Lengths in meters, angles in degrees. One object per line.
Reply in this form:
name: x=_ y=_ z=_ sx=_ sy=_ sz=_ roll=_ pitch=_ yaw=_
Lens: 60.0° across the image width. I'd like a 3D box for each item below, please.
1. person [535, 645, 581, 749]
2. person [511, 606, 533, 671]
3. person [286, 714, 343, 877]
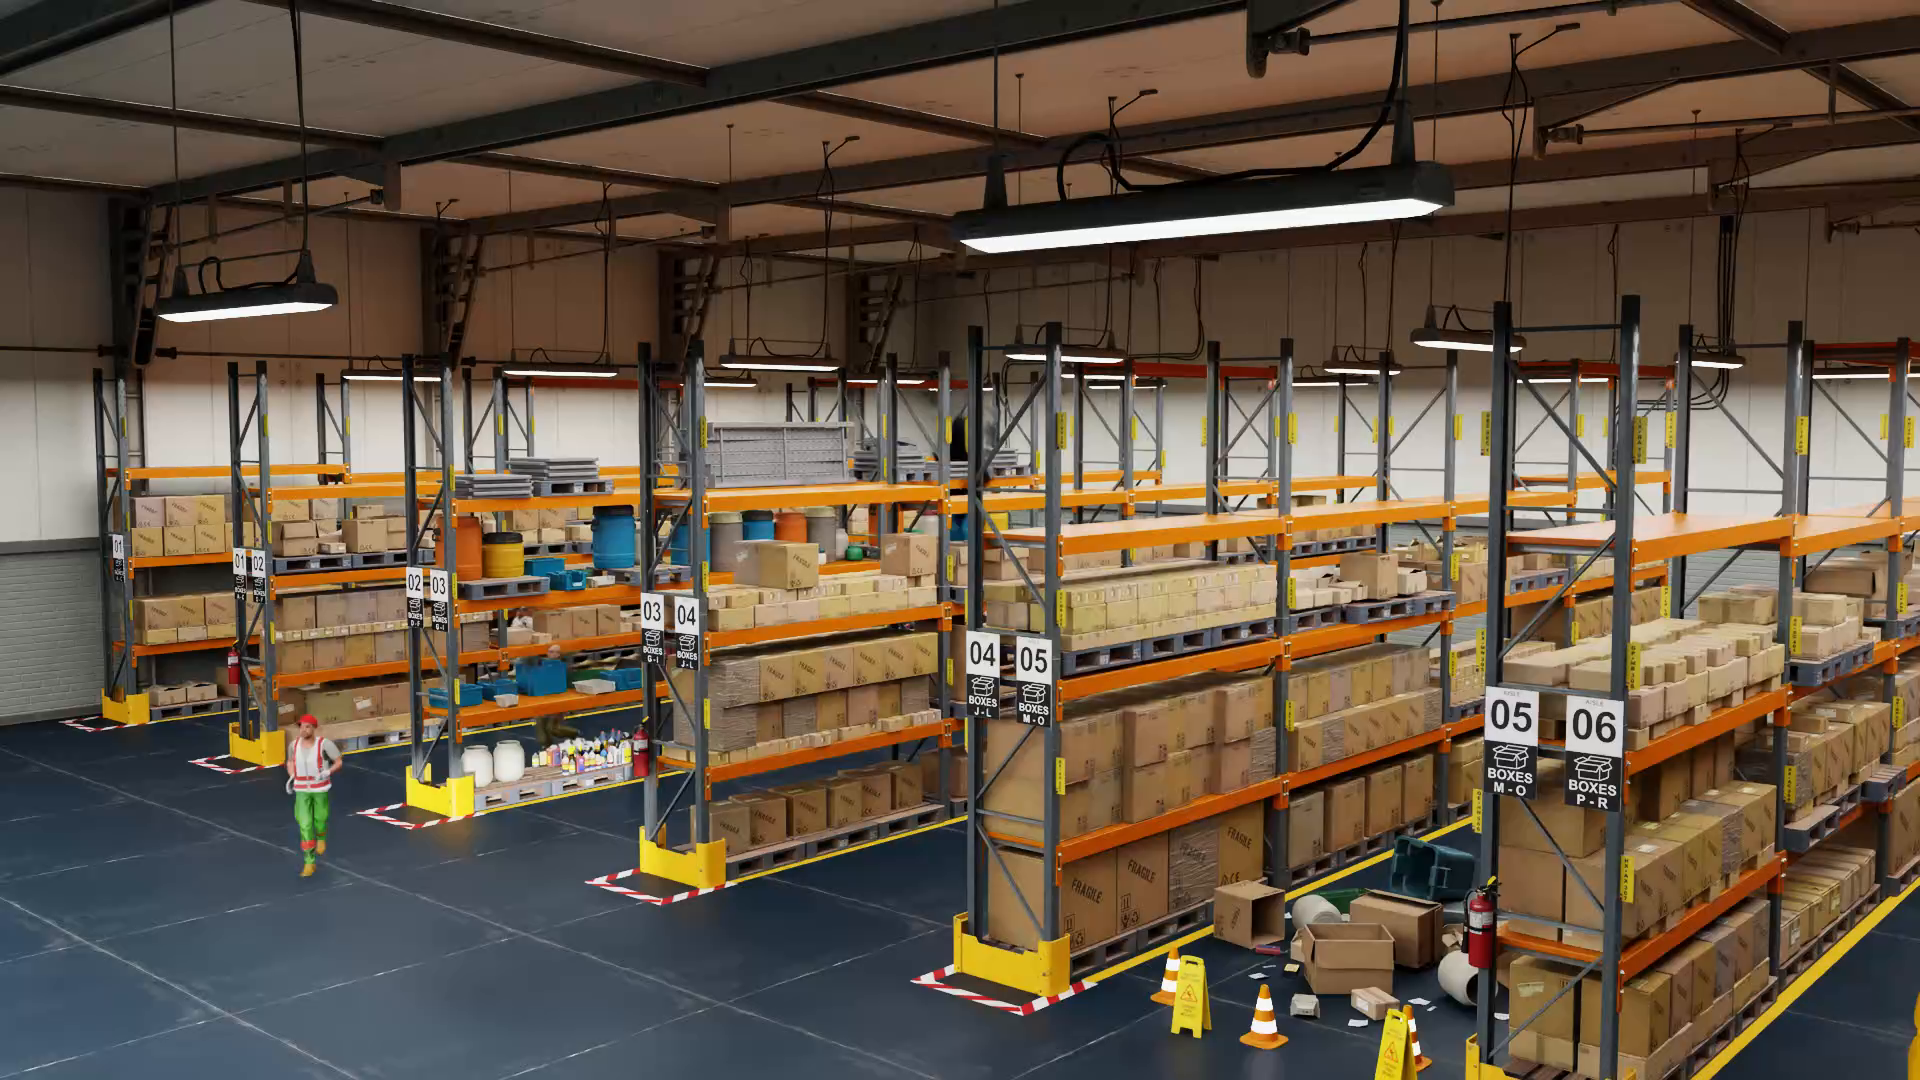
person: x=-6.131 y=2.447 z=25.171 sx=0.713 sy=1.730 sz=0.754 roll=4 pitch=6 yaw=41
person: x=-8.052 y=2.047 z=30.503 sx=0.640 sy=1.836 sz=0.727 roll=4 pitch=6 yaw=42
person: x=-7.398 y=2.878 z=19.048 sx=0.643 sy=1.788 sz=0.881 roll=-1 pitch=4 yaw=-8
